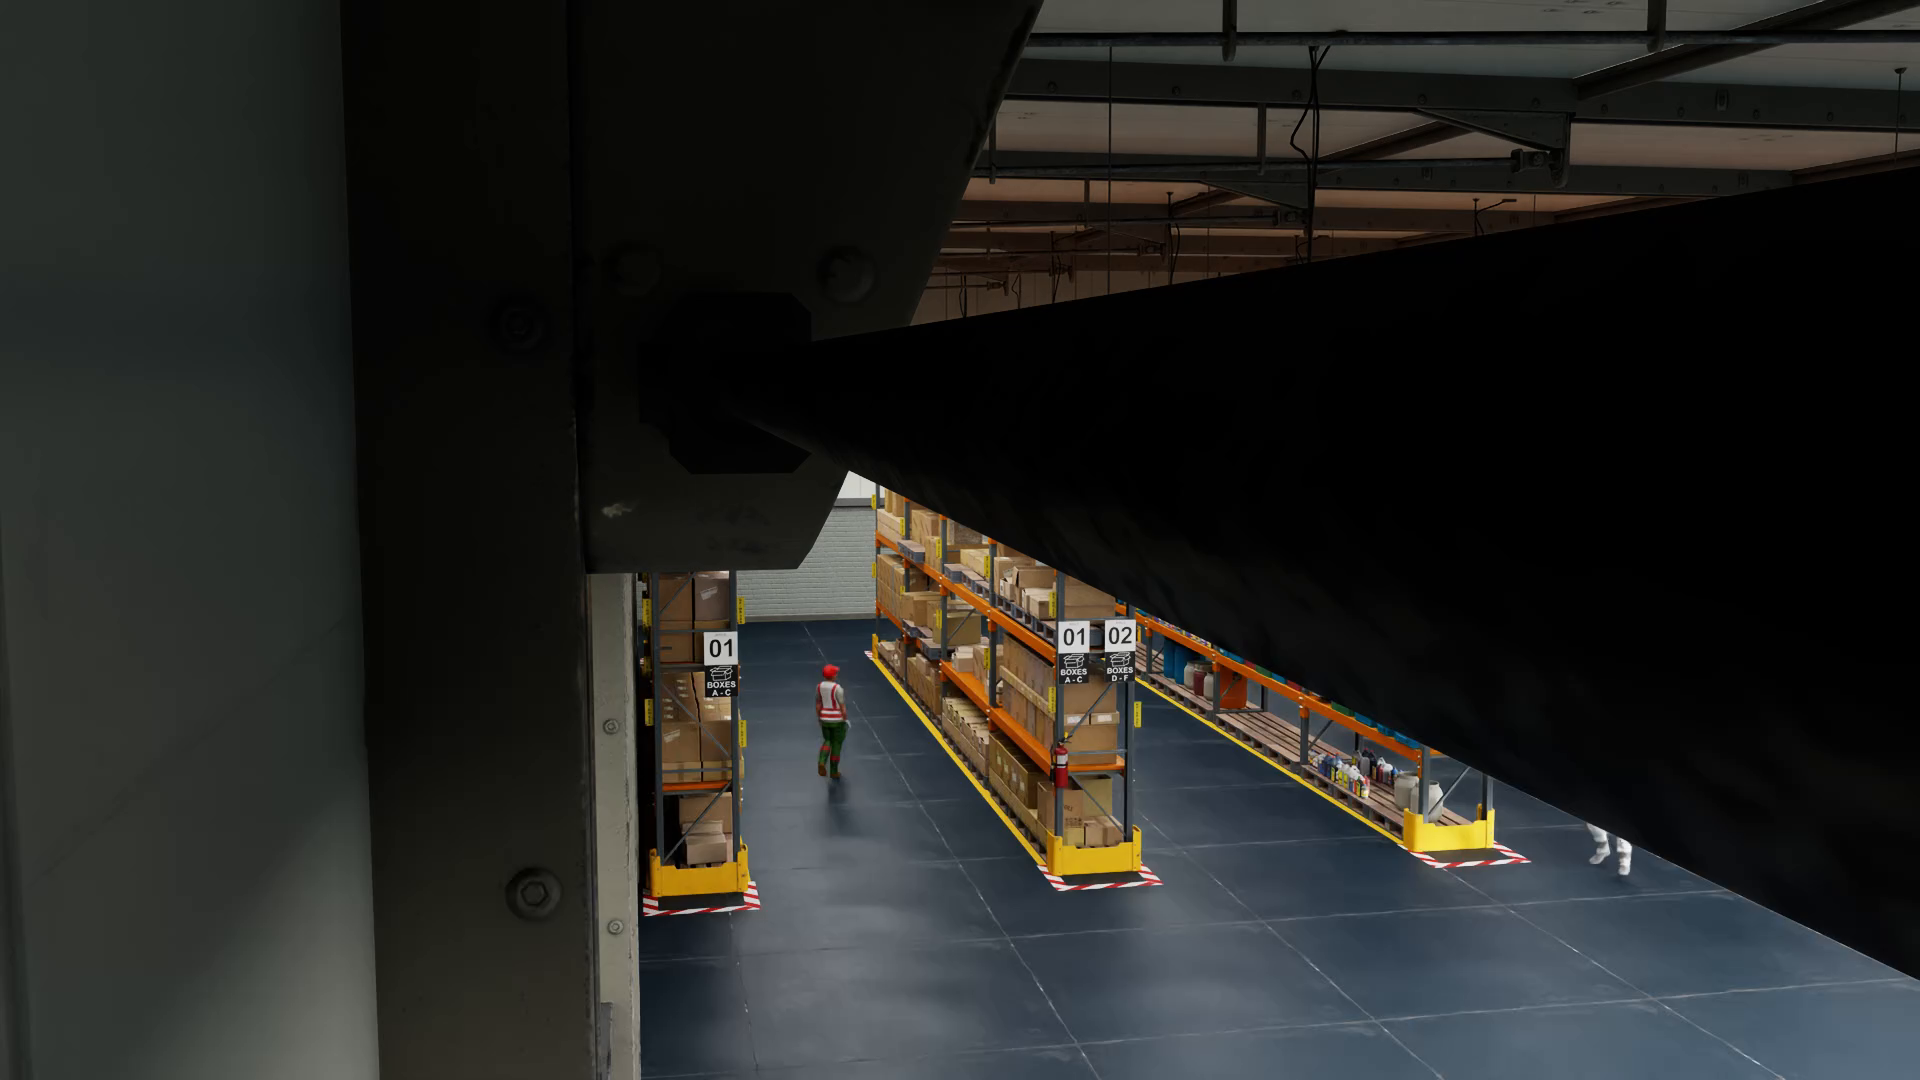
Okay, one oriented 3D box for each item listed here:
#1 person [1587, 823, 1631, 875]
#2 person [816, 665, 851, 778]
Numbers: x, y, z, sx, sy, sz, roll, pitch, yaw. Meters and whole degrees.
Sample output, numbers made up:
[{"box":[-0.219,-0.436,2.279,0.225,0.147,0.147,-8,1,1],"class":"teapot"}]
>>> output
[{"box":[8.232,3.270,20.969,0.453,1.793,0.582,-5,8,-43],"class":"person"},{"box":[-1.976,2.794,25.690,0.562,1.777,0.497,3,6,25],"class":"person"}]
